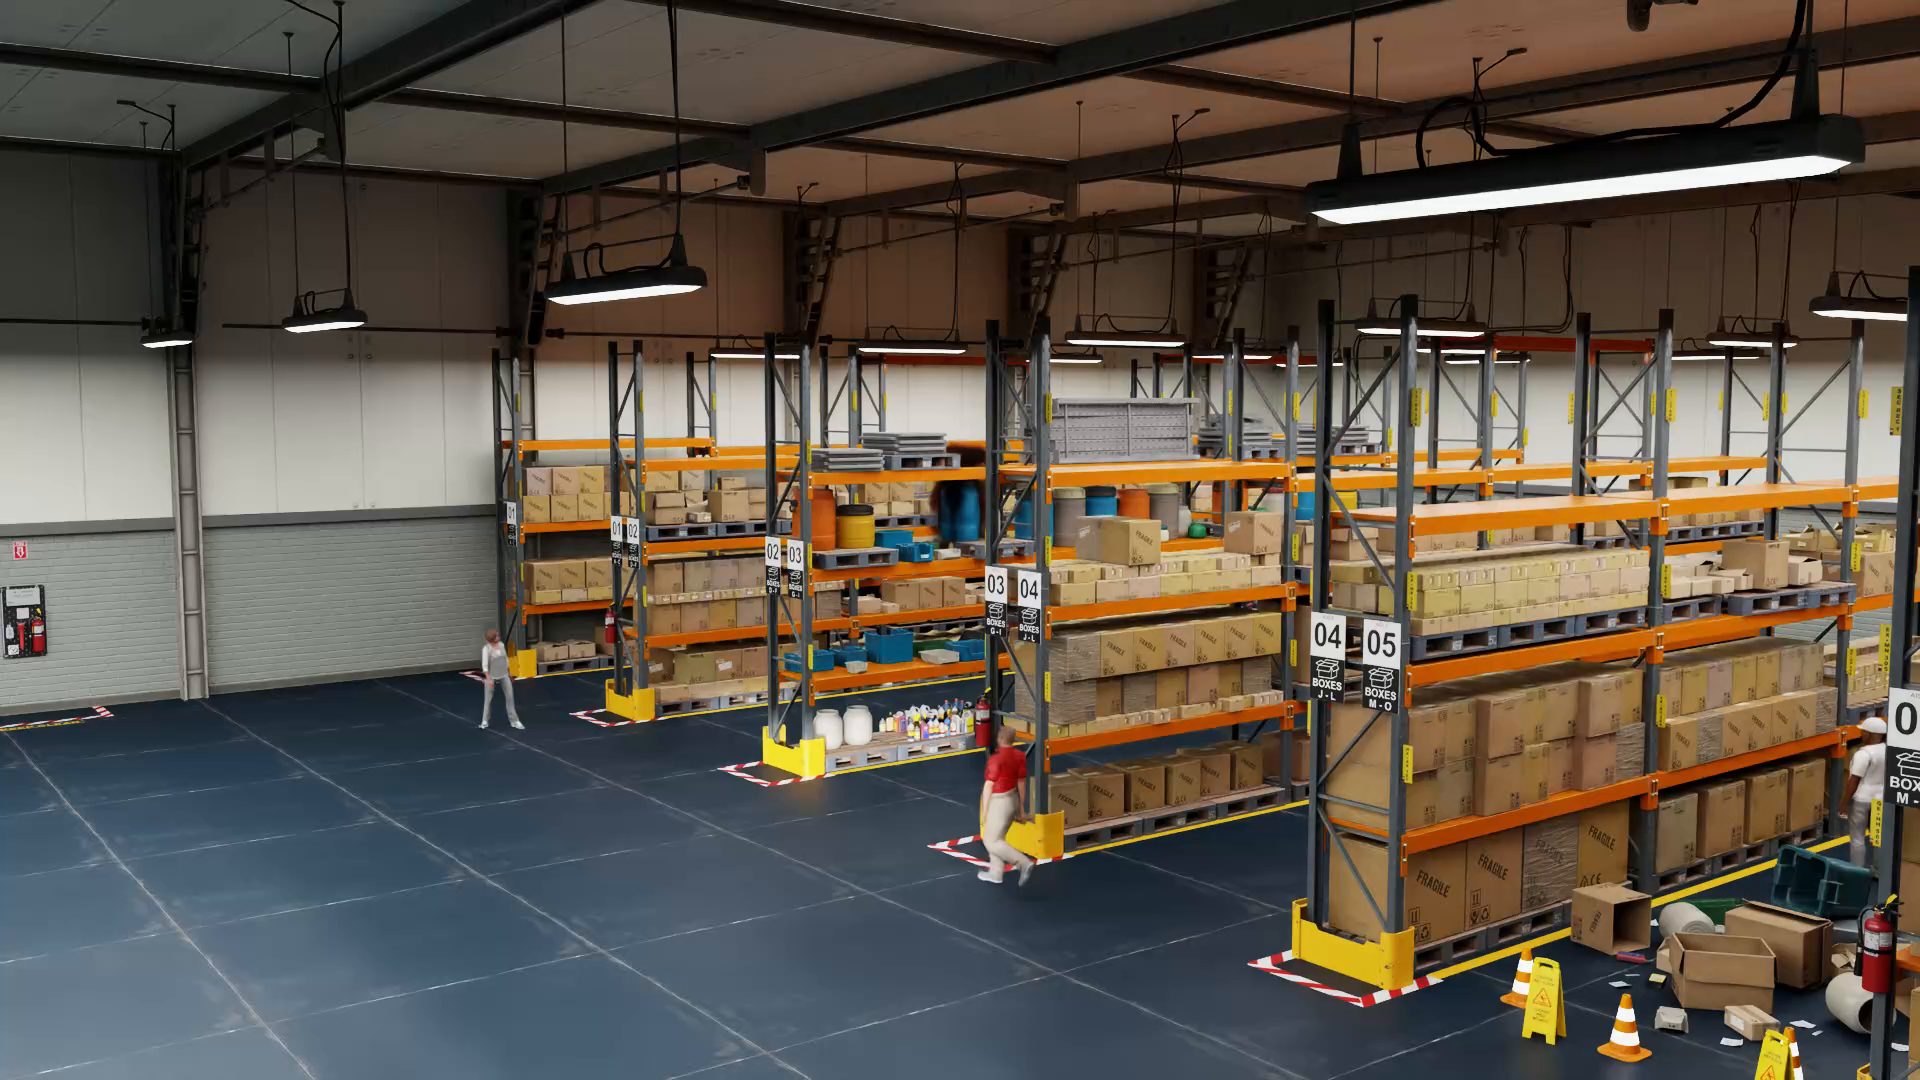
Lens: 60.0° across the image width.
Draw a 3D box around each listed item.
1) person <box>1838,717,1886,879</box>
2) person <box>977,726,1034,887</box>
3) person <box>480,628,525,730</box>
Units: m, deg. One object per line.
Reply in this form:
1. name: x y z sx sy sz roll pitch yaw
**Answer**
1. person: 9.575 2.744 17.605 0.615 1.773 0.528 0 5 -4
2. person: 0.461 2.783 17.359 0.758 1.702 0.512 2 6 24
3. person: -7.119 2.141 25.681 0.582 1.598 0.588 -4 6 -37
